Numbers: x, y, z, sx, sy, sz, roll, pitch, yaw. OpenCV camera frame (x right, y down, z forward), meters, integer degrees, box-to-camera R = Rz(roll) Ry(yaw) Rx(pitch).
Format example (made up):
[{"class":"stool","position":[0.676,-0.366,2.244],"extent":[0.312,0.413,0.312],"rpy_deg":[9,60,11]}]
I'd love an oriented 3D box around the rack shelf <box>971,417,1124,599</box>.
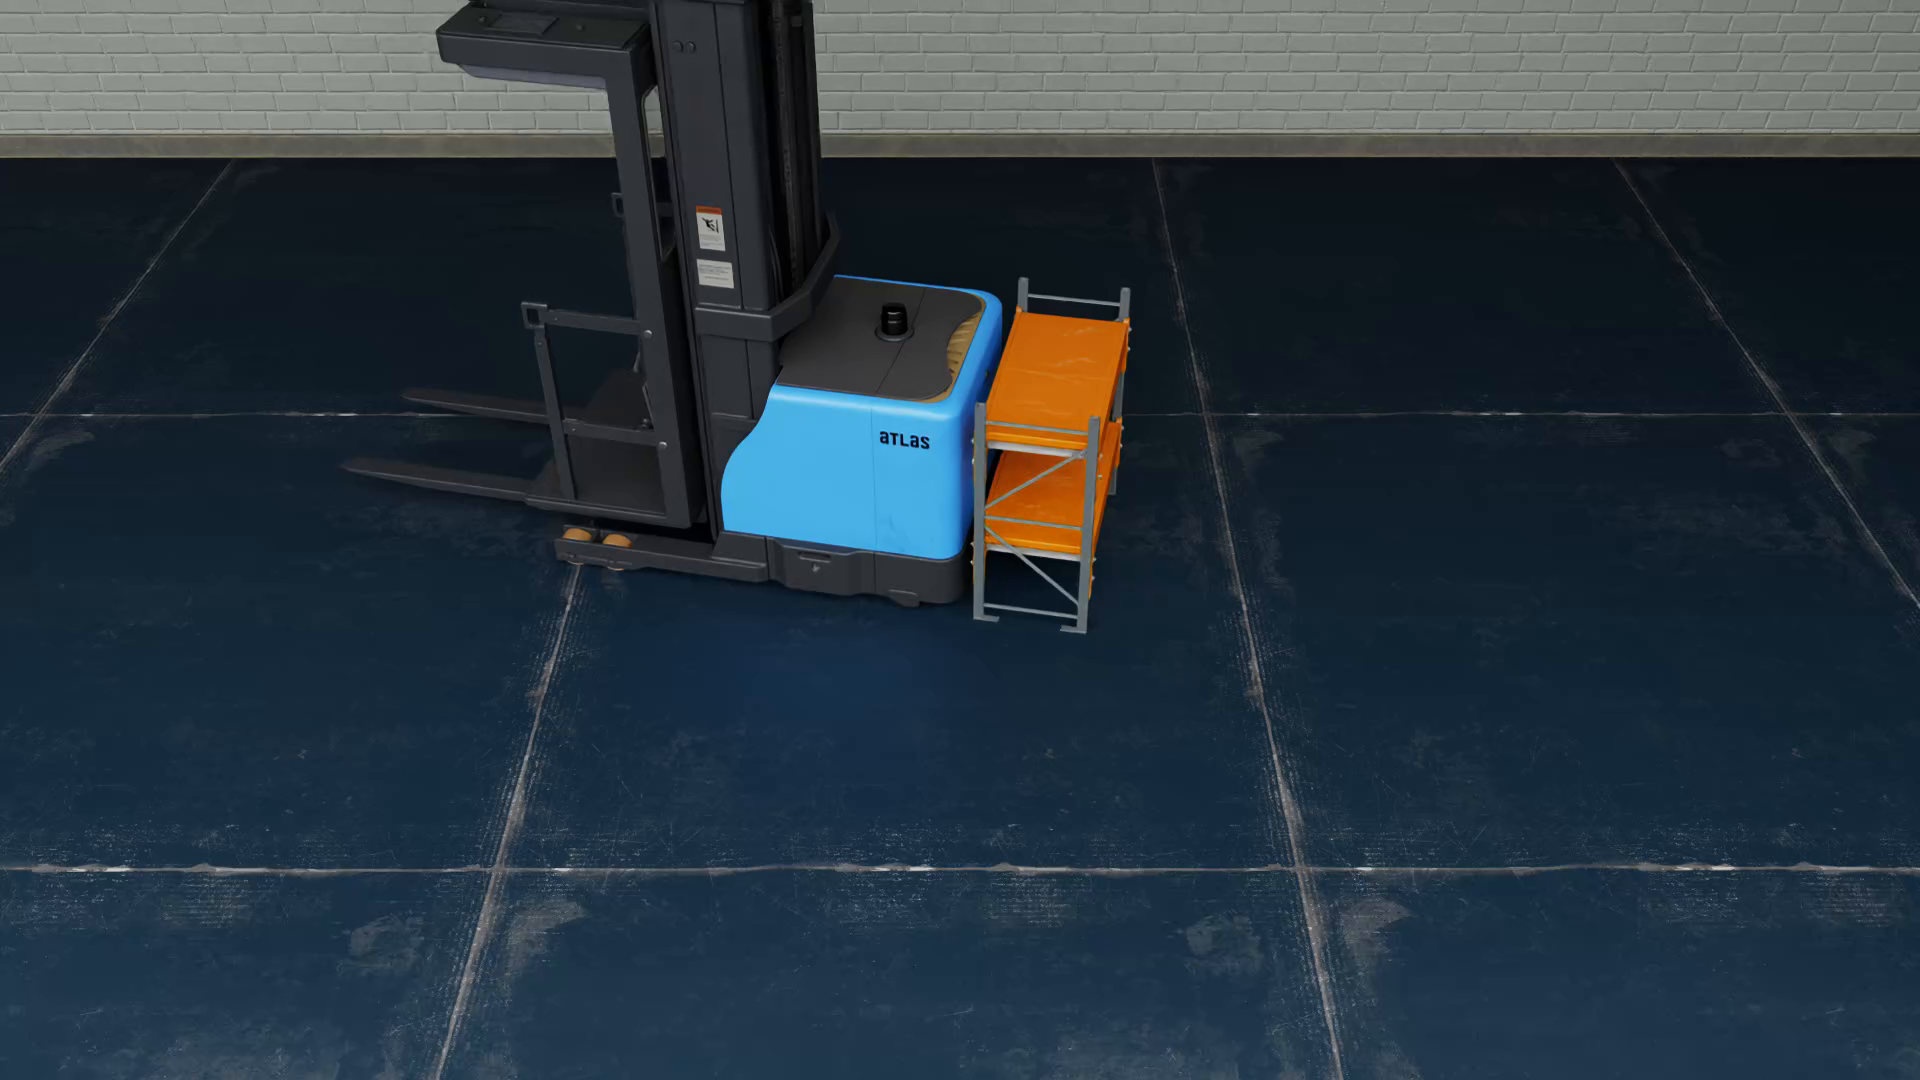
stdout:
[{"class":"rack shelf","position":[0.407,-0.191,7.479],"extent":[0.538,0.278,1.000],"rpy_deg":[7,39,9]}]

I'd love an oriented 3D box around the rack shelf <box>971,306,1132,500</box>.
[{"class":"rack shelf","position":[0.407,-0.610,7.143],"extent":[0.538,0.278,1.000],"rpy_deg":[7,39,9]}]

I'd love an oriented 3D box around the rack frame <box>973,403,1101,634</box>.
[{"class":"rack frame","position":[0.307,-0.070,6.937],"extent":[0.500,1.125,0.032],"rpy_deg":[7,39,9]}]

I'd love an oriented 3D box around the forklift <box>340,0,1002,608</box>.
[{"class":"forklift","position":[-1.369,-1.318,7.051],"extent":[3.031,2.935,1.130],"rpy_deg":[8,39,10]}]

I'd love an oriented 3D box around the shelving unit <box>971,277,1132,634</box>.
[{"class":"shelving unit","position":[0.407,-0.381,7.326],"extent":[0.538,1.125,1.048],"rpy_deg":[7,39,9]}]

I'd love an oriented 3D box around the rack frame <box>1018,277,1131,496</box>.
[{"class":"rack frame","position":[0.507,-0.693,7.715],"extent":[0.500,1.125,0.032],"rpy_deg":[7,39,9]}]
